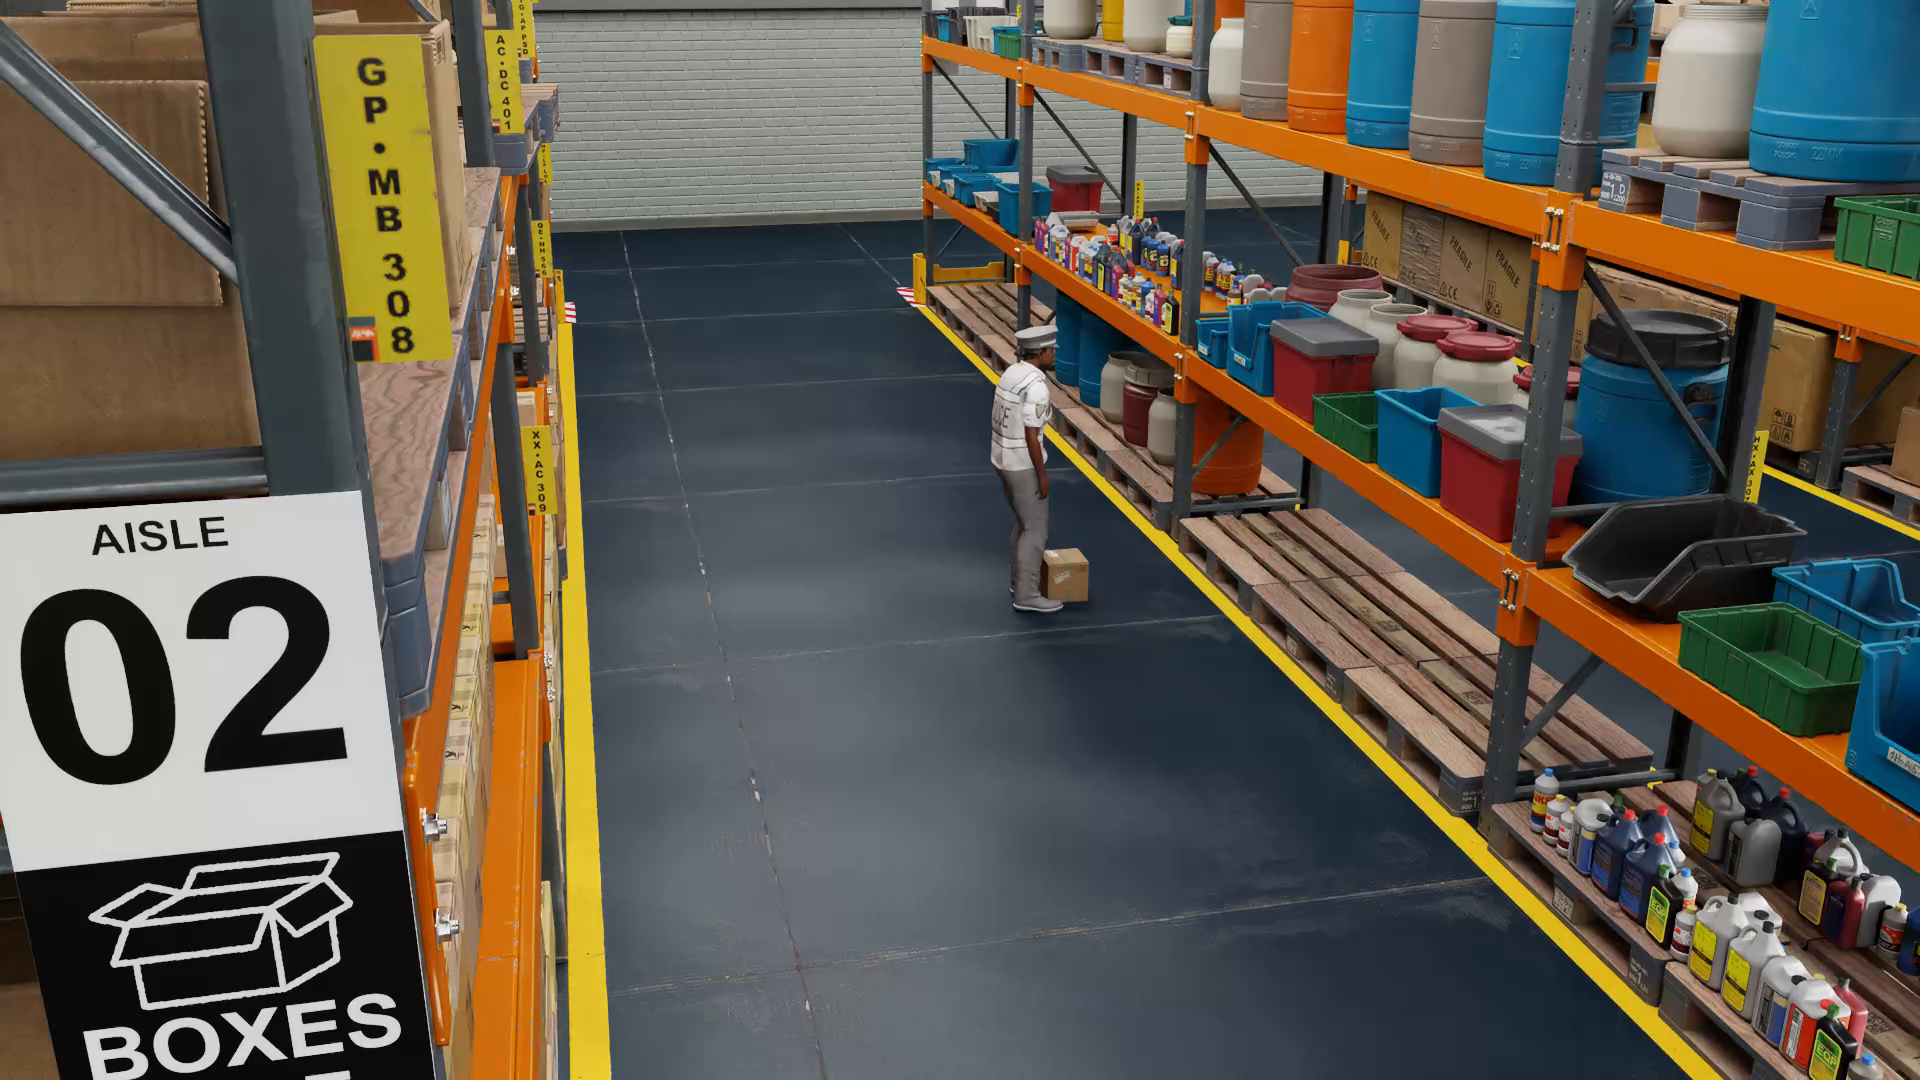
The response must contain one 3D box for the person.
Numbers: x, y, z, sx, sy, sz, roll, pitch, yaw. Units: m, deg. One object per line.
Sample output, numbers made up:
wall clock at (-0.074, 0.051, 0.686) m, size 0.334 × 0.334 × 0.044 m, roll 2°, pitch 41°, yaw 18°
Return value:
person at (0.409, -0.428, 9.761) m, size 0.426 × 1.661 × 0.531 m, roll -6°, pitch 21°, yaw -16°
